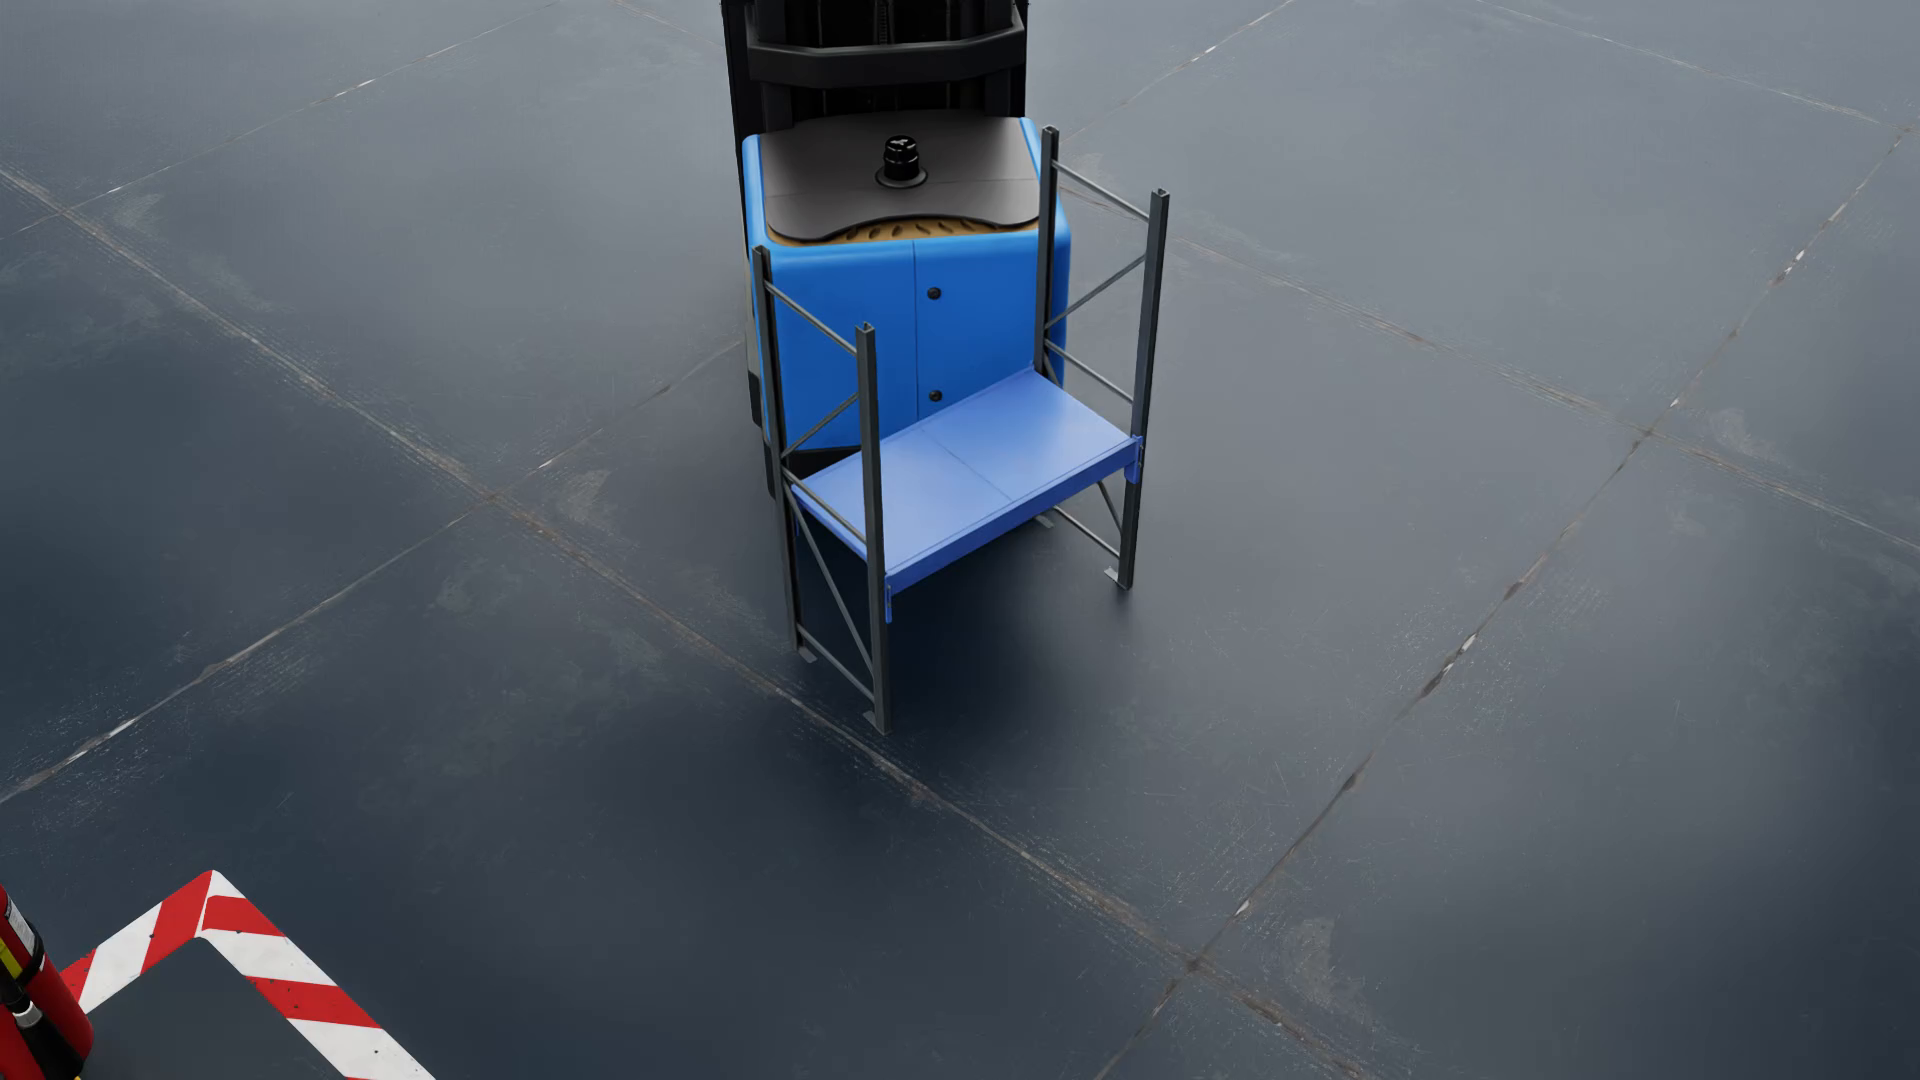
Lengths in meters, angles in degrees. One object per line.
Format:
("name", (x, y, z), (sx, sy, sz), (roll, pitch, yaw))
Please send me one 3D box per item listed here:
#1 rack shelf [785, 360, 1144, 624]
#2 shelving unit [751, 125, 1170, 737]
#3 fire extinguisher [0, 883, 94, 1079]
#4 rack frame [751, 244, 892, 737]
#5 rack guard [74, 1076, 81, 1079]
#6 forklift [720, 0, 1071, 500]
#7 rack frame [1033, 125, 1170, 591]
("rack shelf", (0.015, -0.172, 5.092), (1.000, 0.185, 0.538), (-29, 50, -28))
("shelving unit", (0.015, -0.305, 4.971), (1.048, 1.500, 0.538), (-29, 50, -28))
("fire extinguisher", (-1.674, 0.689, 2.820), (0.296, 0.674, 0.183), (29, 50, 28))
("rack frame", (-0.379, -0.089, 4.733), (0.032, 1.500, 0.500), (-29, 50, -28))
("rack guard", (-2.090, 1.433, 3.803), (1.175, 0.500, 0.348), (29, 50, 28))
("forklift", (-0.334, -2.194, 5.984), (1.130, 2.935, 3.031), (-5, 43, -5))
("rack frame", (0.408, -0.522, 5.209), (0.032, 1.500, 0.500), (-29, 50, -28))
